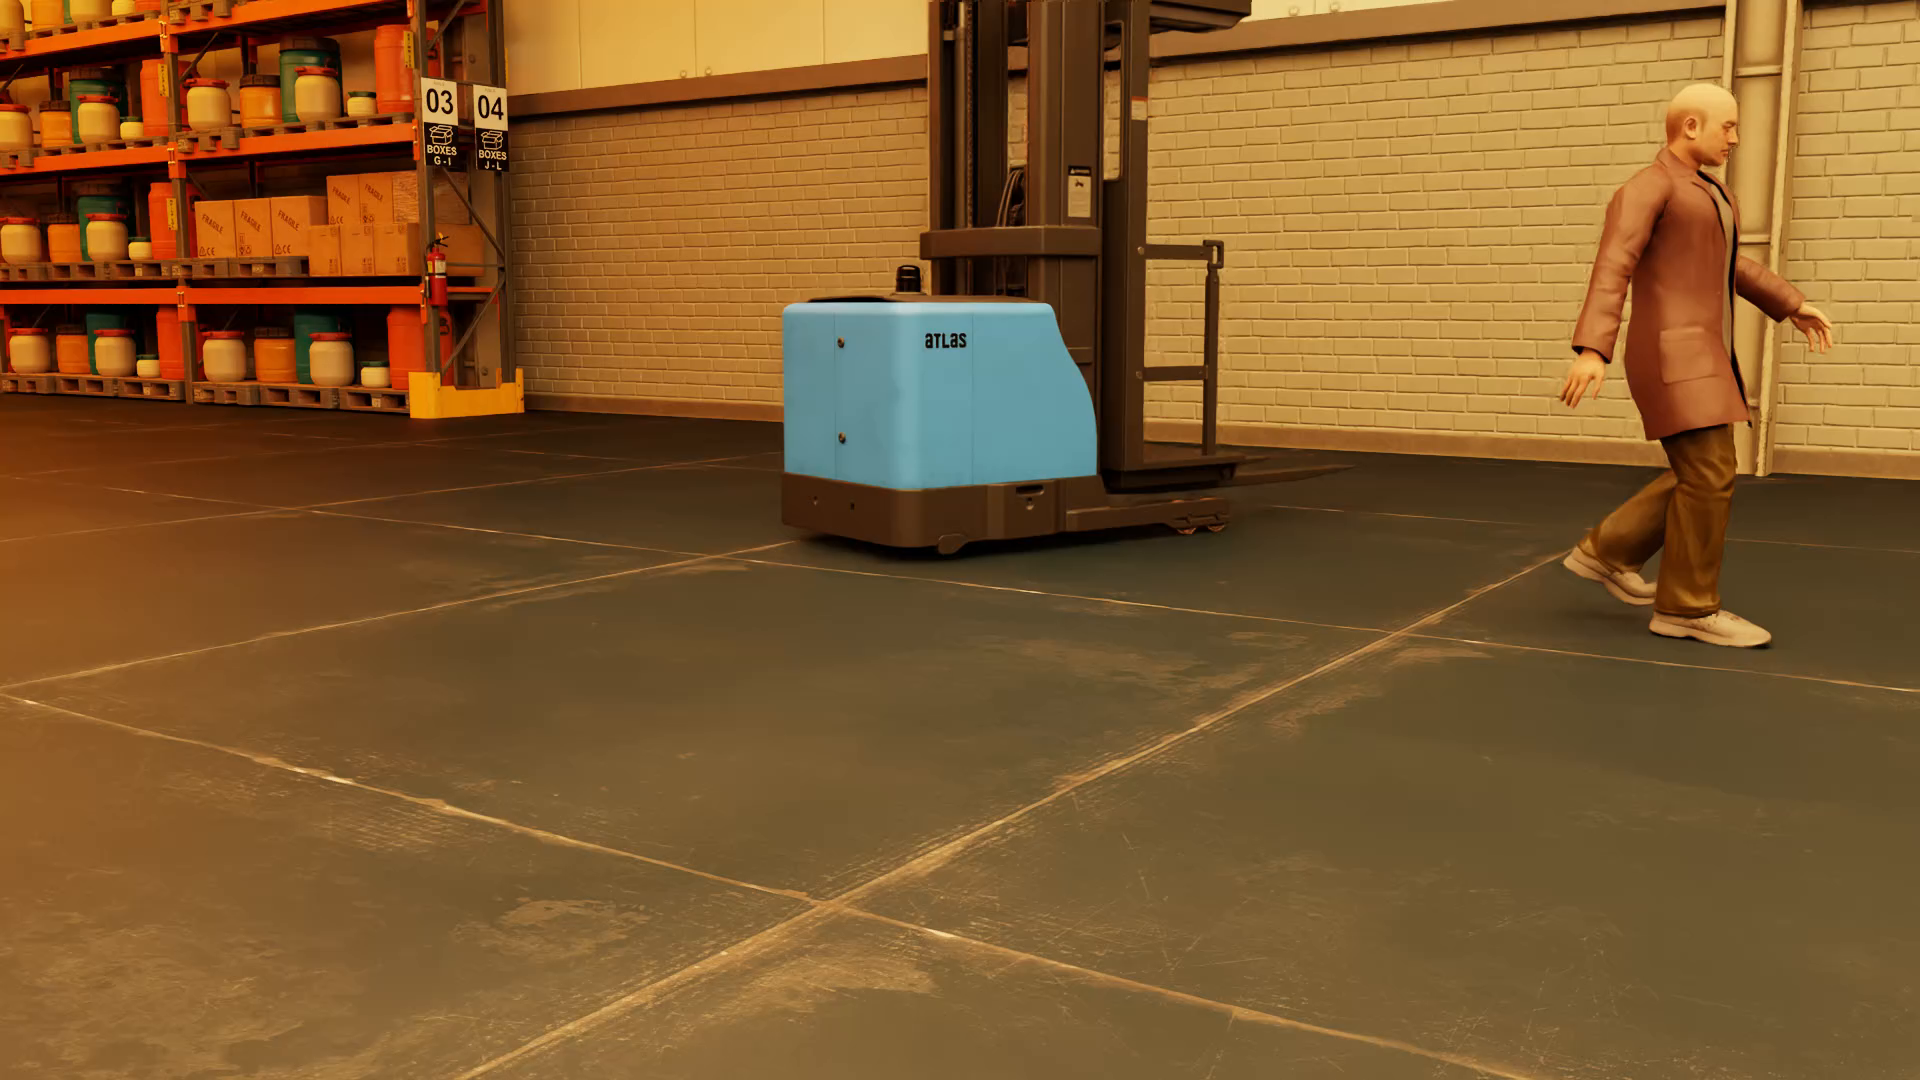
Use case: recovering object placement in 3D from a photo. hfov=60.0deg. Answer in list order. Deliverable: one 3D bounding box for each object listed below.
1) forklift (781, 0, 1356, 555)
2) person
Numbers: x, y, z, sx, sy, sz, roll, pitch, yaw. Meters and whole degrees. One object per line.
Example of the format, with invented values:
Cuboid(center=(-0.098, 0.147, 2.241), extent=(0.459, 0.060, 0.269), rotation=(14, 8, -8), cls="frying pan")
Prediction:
Cuboid(center=(0.669, -1.528, 7.938), extent=(3.031, 2.935, 1.130), rotation=(-6, 10, -36), cls="forklift")
Cuboid(center=(2.322, -0.567, 5.371), extent=(0.746, 1.762, 0.913), rotation=(6, 10, 38), cls="person")
